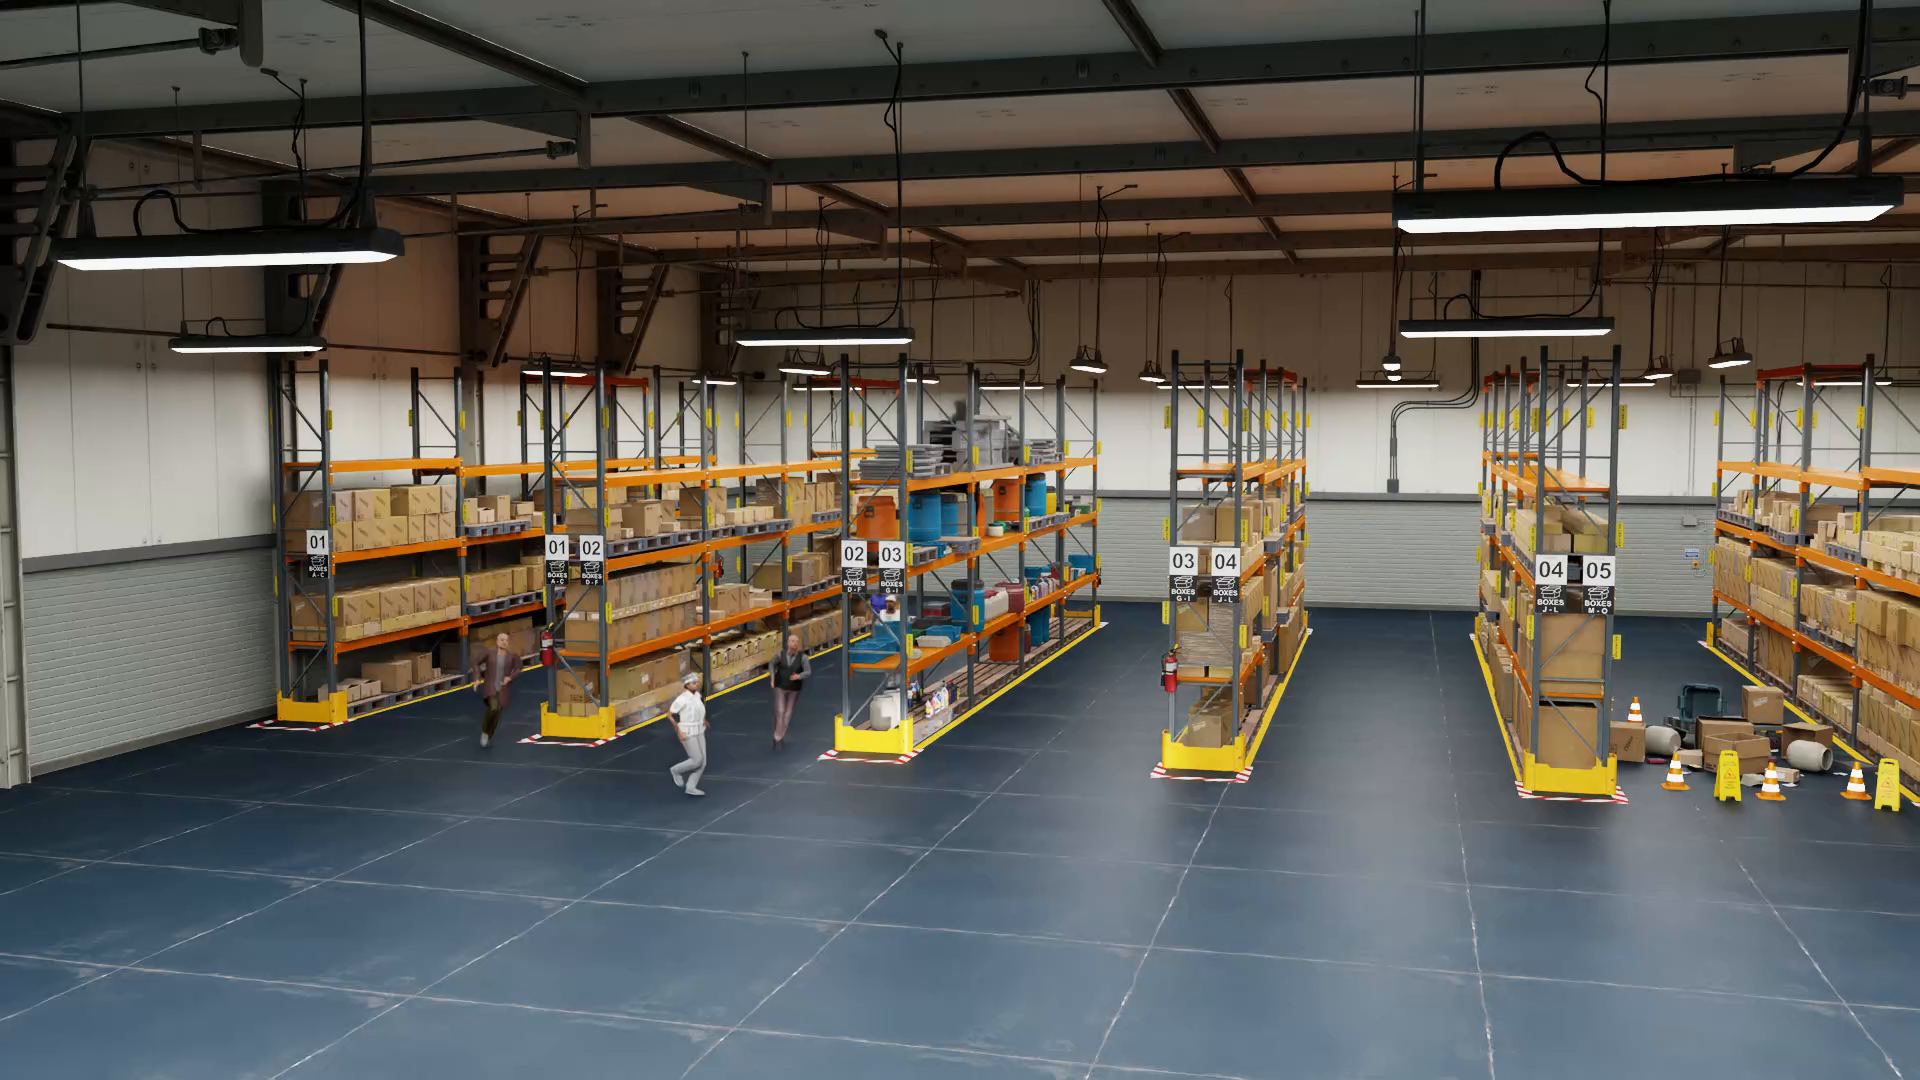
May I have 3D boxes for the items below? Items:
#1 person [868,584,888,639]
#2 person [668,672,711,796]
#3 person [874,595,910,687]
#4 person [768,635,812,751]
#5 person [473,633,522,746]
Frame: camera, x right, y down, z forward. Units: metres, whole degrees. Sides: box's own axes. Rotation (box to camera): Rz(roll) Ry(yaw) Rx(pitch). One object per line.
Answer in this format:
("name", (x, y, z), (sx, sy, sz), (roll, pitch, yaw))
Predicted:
("person", (-1.629, 1.727, 34.051), (0.549, 1.717, 0.781), (0, 4, 6))
("person", (-3.579, 2.585, 22.200), (0.566, 1.646, 0.588), (2, 5, 29))
("person", (-1.300, 1.897, 30.964), (0.669, 1.737, 0.589), (1, 4, 13))
("person", (-2.605, 2.331, 25.528), (0.626, 1.758, 0.705), (-1, 4, -14))
("person", (-7.081, 2.295, 25.533), (0.705, 1.716, 0.669), (-2, 5, -26))
